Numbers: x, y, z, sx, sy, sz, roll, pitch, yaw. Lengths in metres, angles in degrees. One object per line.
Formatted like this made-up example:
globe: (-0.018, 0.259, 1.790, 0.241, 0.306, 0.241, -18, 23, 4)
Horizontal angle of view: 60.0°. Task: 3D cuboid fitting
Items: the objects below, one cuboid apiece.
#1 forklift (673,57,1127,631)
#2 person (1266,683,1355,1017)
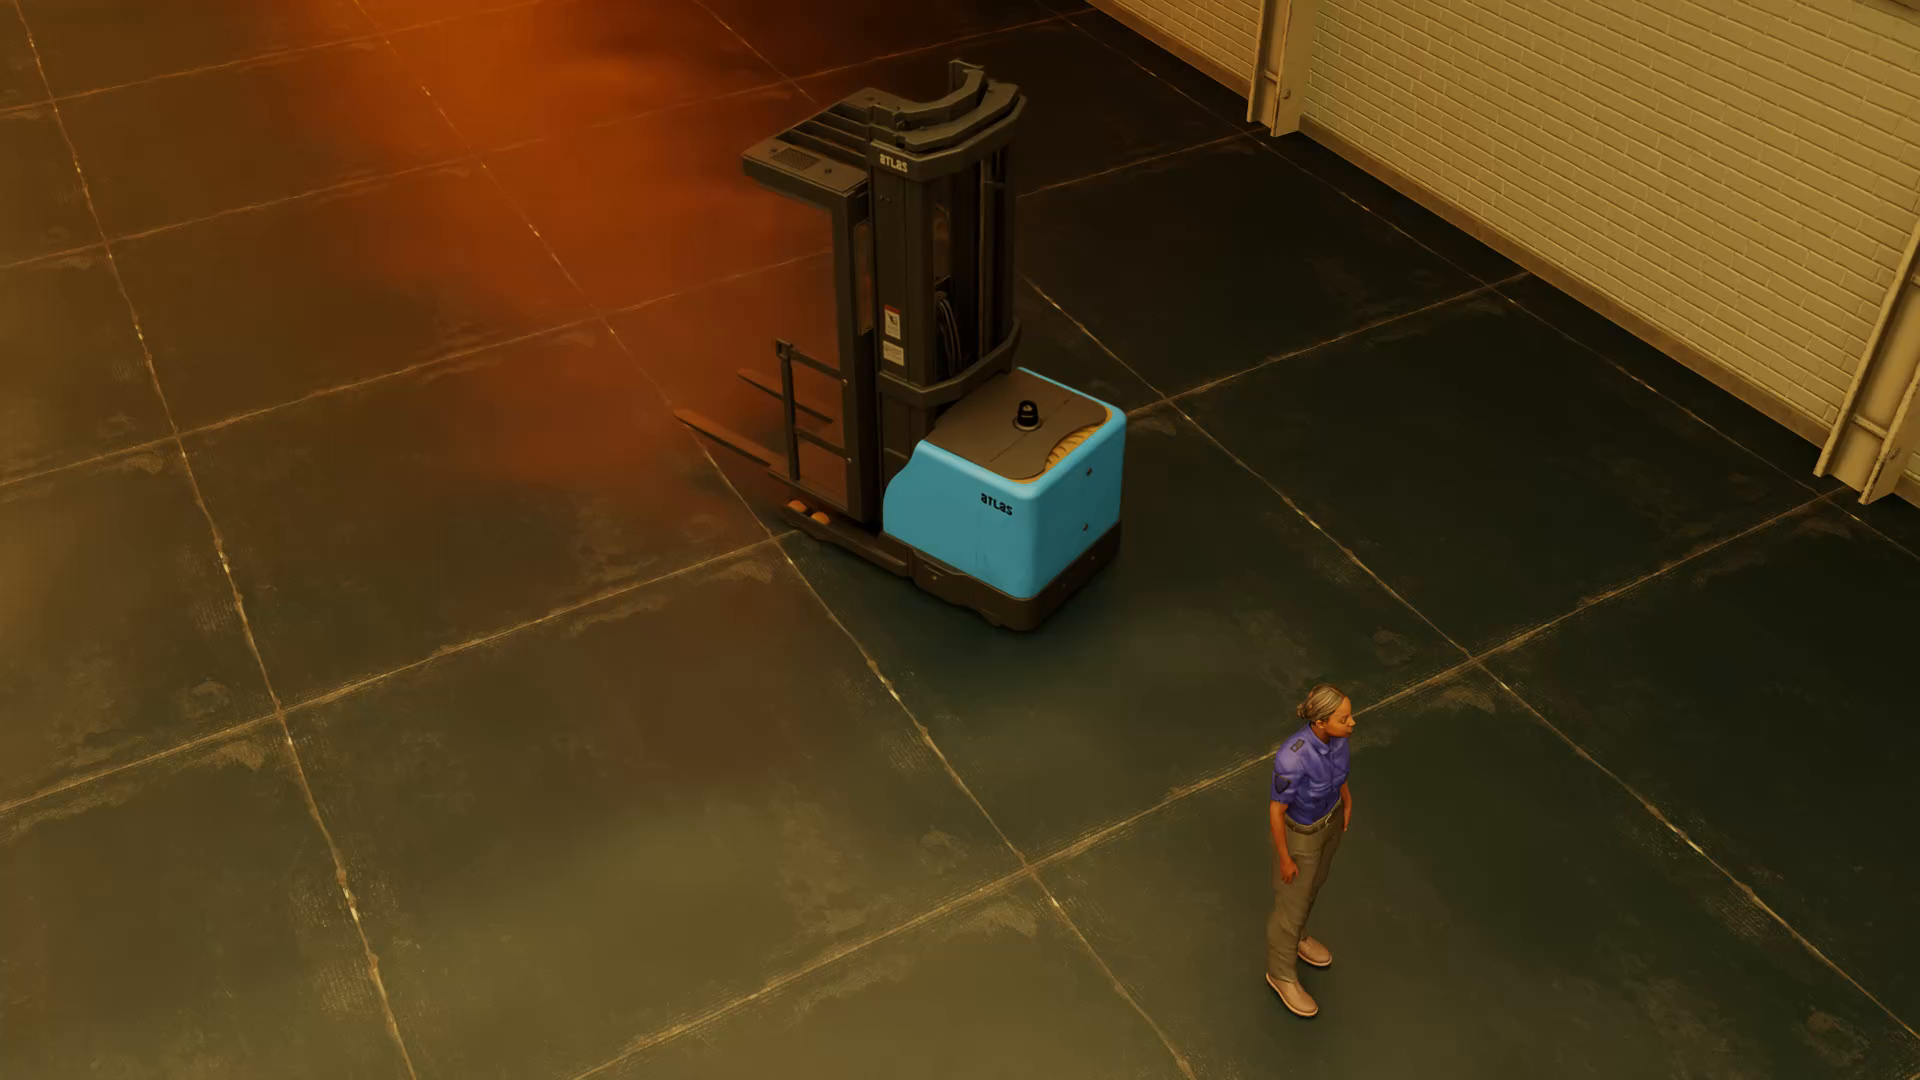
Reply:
forklift: (-0.501, -1.376, 9.695, 3.031, 2.935, 1.130, 26, 46, 28)
person: (1.610, 1.345, 7.403, 0.503, 1.656, 0.569, 31, 49, 32)
